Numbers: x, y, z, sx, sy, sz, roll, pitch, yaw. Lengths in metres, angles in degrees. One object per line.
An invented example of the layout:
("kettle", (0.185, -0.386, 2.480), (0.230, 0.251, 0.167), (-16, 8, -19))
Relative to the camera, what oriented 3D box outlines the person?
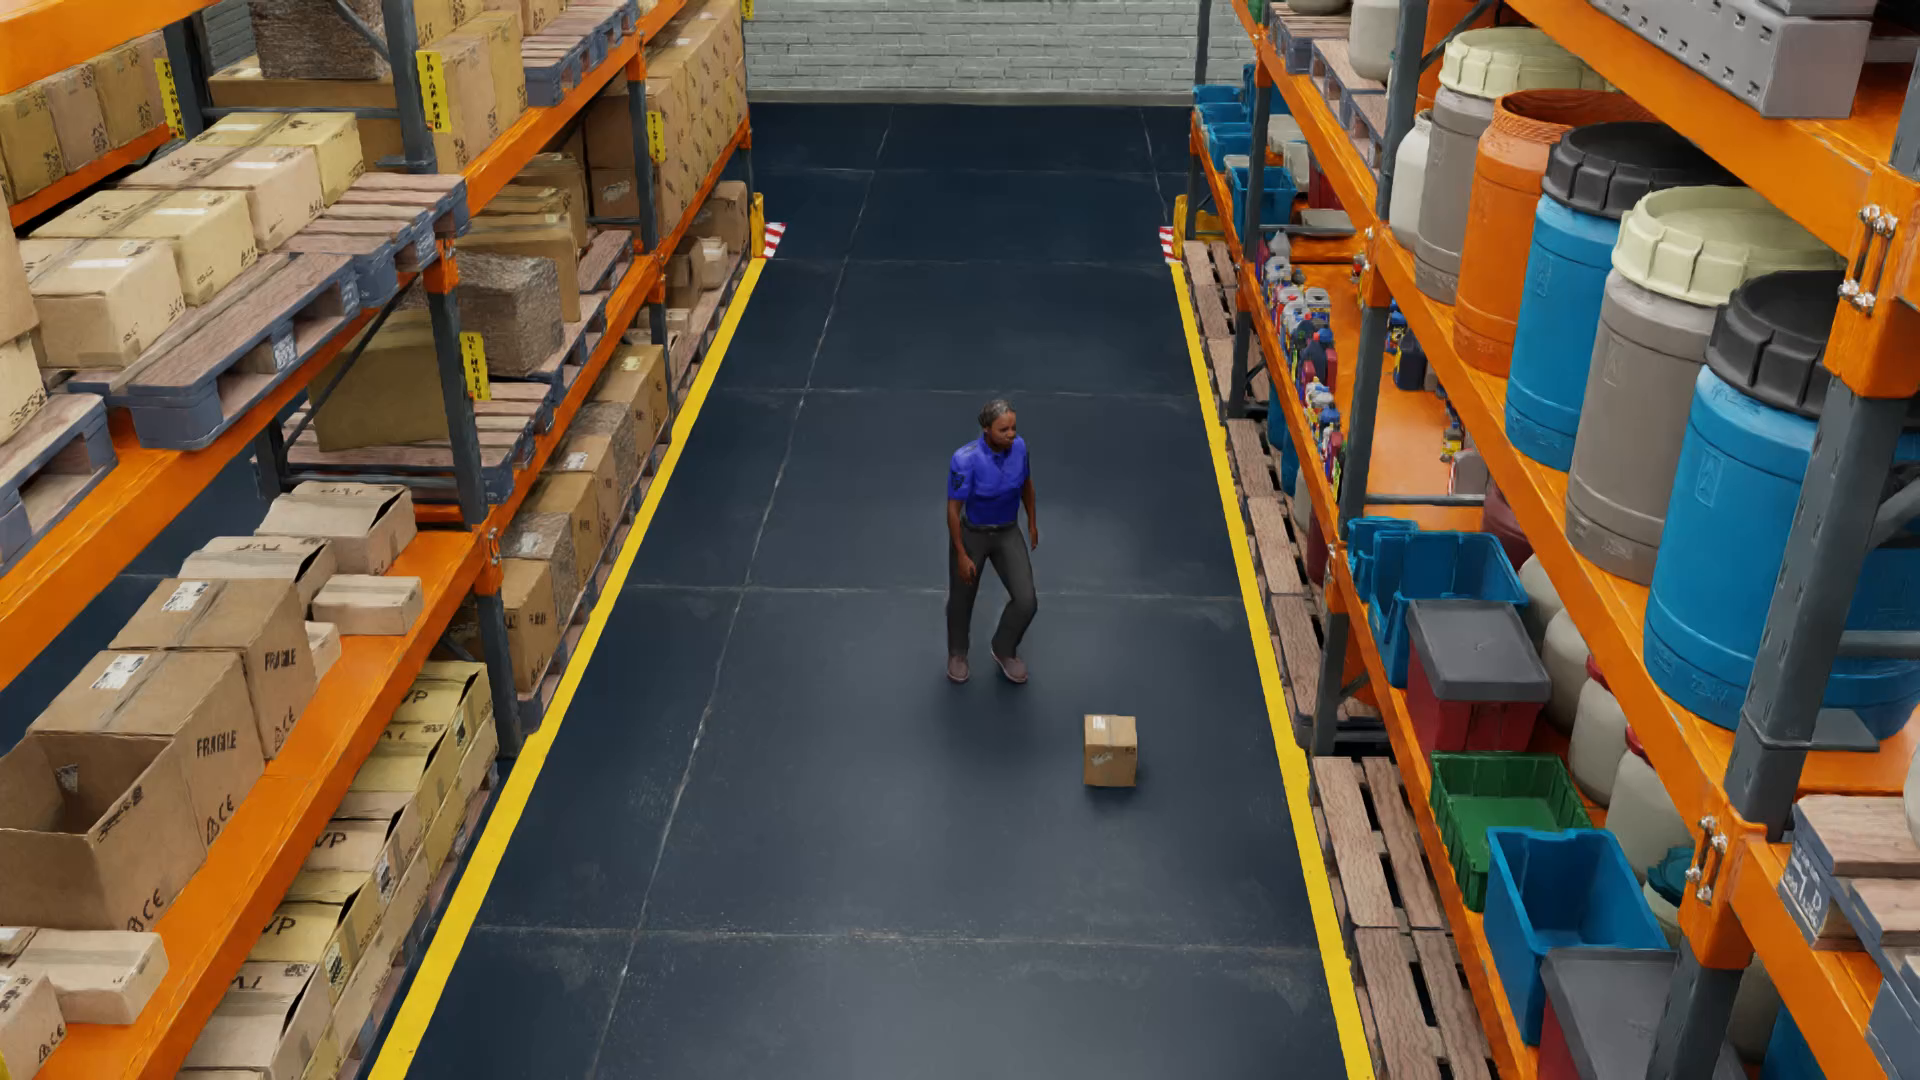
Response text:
("person", (0.167, -0.011, 8.646), (0.576, 1.637, 0.461), (-12, 31, -22))
